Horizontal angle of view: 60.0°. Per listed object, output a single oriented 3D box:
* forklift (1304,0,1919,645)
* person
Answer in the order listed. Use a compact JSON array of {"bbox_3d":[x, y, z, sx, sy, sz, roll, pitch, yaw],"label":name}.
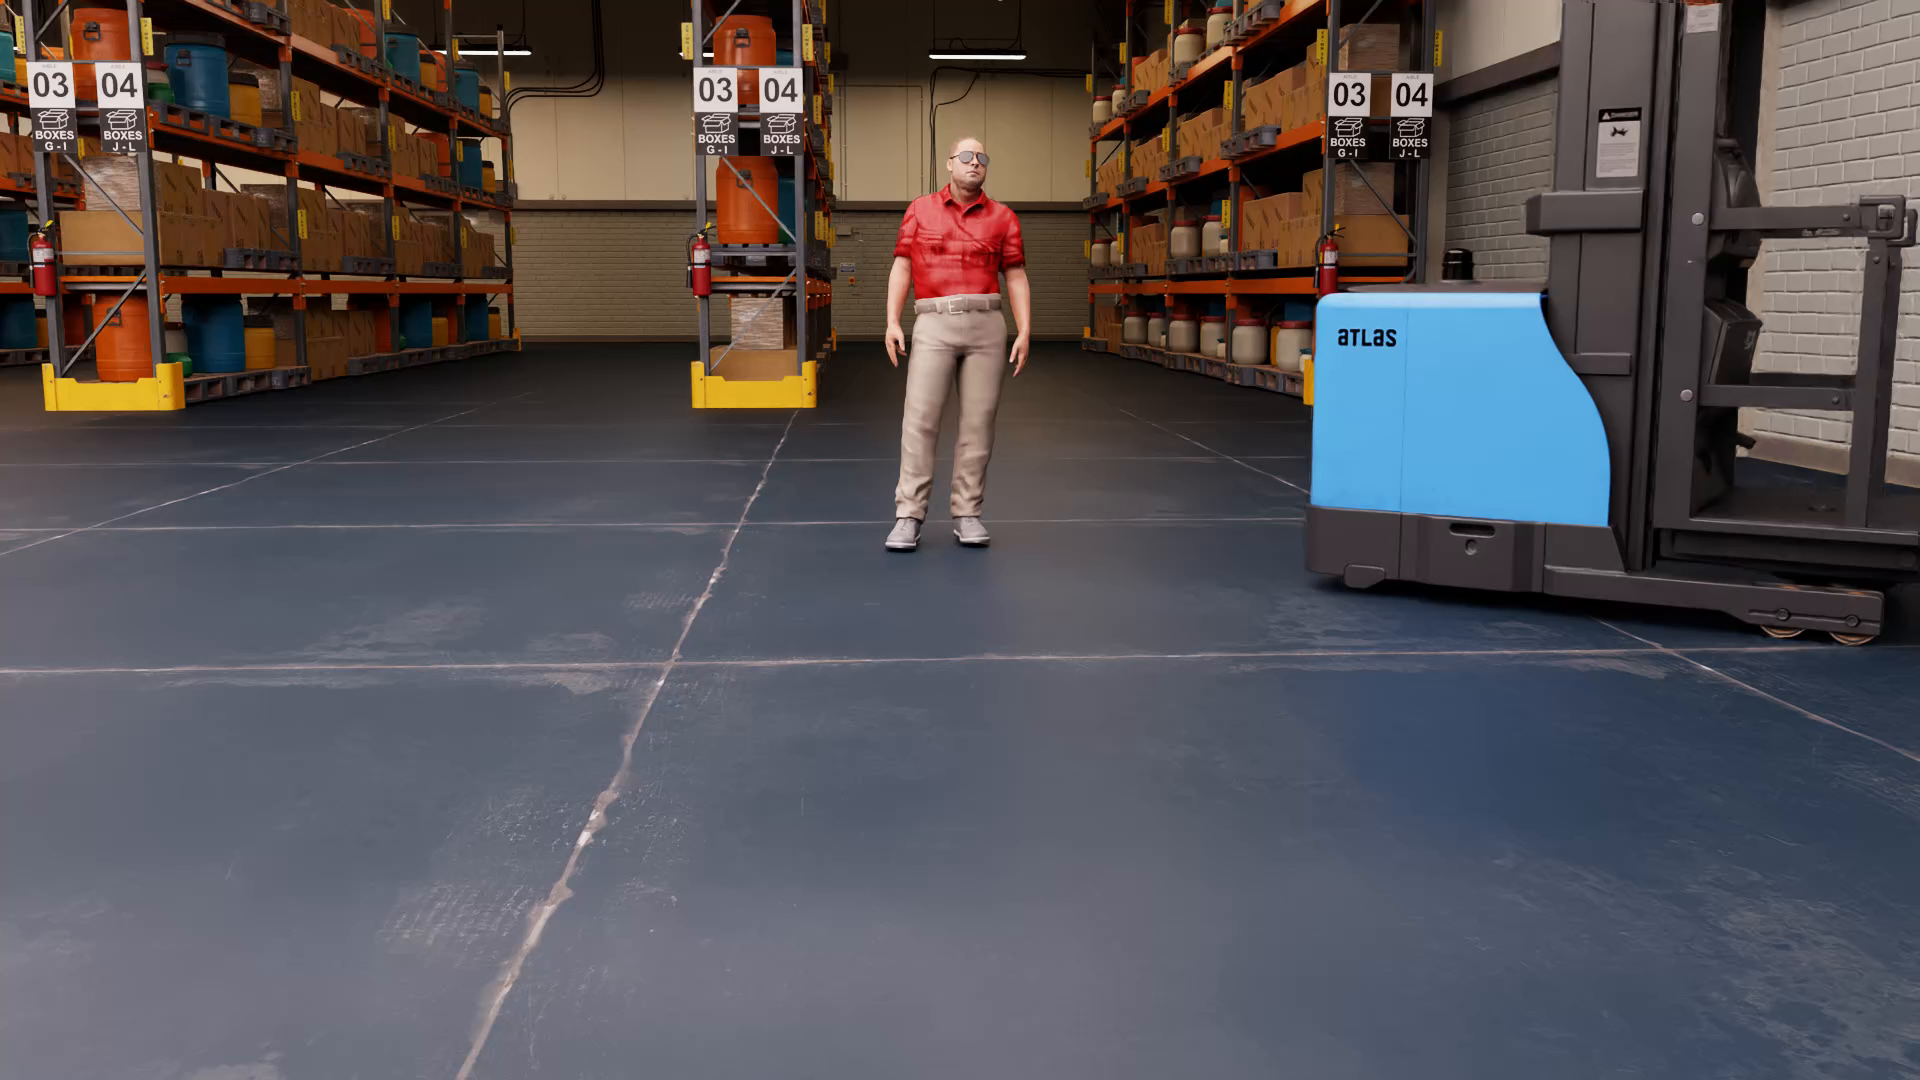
[{"bbox_3d":[2.788,-1.215,5.511,3.031,2.935,1.130,5,10,31],"label":"forklift"},{"bbox_3d":[-0.007,-0.849,7.093,0.640,1.727,0.551,-1,8,-4],"label":"person"}]
